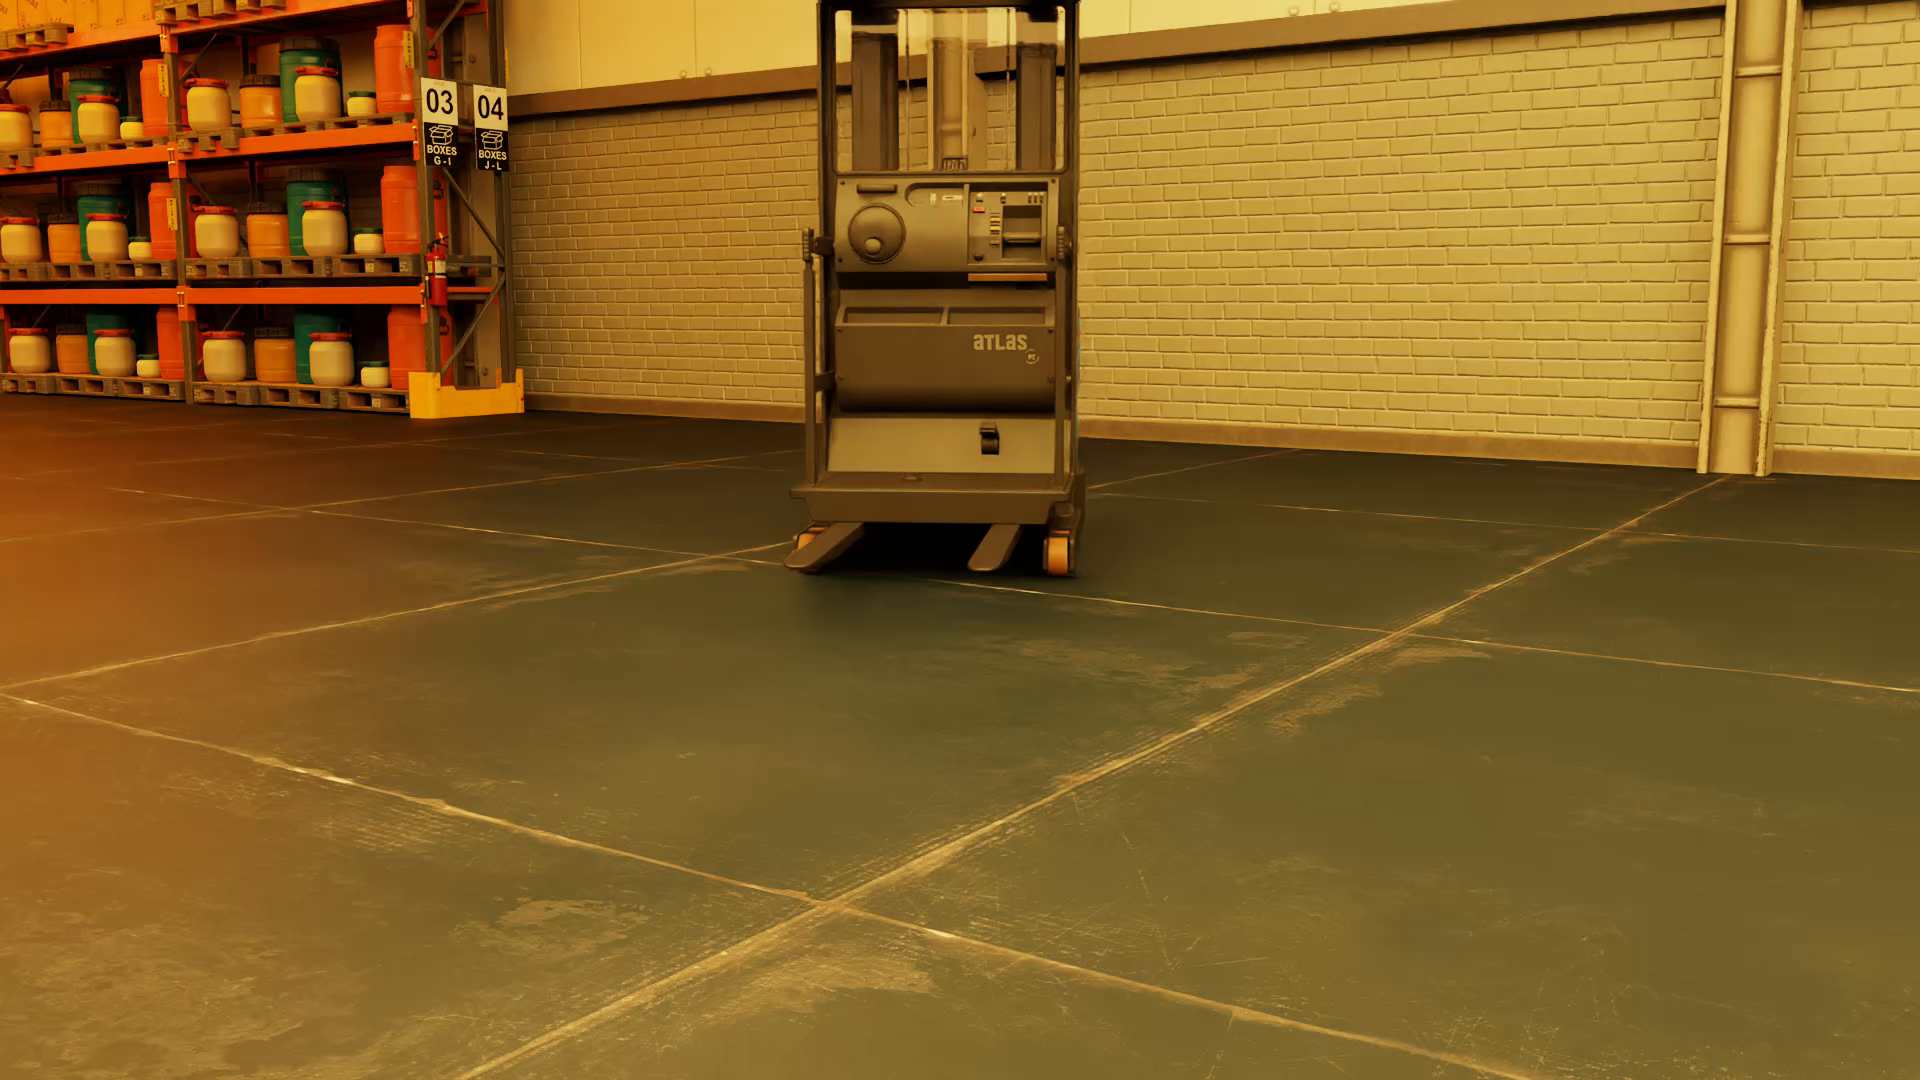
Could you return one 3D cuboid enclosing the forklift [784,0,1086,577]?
[{"bbox_3d":[-0.074,-1.352,6.698,1.130,2.935,3.031,1,8,6],"label":"forklift"}]
